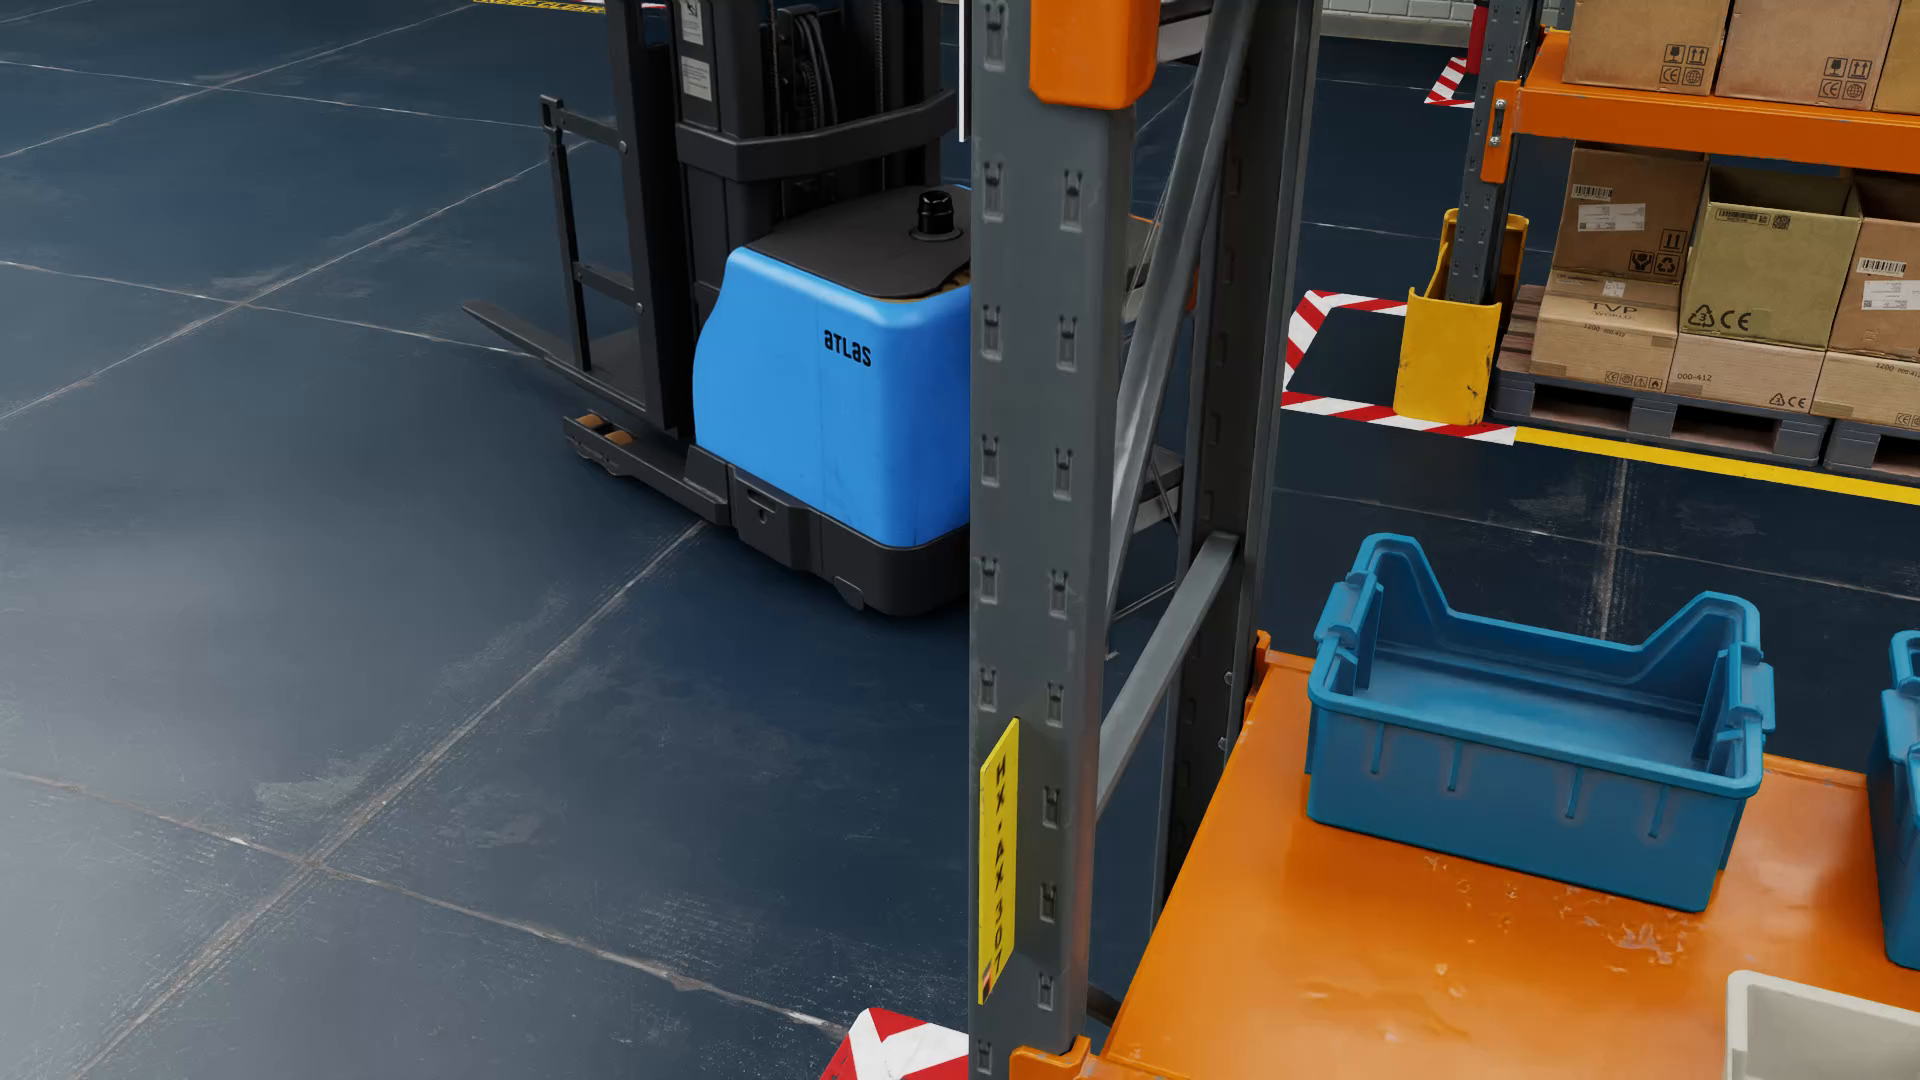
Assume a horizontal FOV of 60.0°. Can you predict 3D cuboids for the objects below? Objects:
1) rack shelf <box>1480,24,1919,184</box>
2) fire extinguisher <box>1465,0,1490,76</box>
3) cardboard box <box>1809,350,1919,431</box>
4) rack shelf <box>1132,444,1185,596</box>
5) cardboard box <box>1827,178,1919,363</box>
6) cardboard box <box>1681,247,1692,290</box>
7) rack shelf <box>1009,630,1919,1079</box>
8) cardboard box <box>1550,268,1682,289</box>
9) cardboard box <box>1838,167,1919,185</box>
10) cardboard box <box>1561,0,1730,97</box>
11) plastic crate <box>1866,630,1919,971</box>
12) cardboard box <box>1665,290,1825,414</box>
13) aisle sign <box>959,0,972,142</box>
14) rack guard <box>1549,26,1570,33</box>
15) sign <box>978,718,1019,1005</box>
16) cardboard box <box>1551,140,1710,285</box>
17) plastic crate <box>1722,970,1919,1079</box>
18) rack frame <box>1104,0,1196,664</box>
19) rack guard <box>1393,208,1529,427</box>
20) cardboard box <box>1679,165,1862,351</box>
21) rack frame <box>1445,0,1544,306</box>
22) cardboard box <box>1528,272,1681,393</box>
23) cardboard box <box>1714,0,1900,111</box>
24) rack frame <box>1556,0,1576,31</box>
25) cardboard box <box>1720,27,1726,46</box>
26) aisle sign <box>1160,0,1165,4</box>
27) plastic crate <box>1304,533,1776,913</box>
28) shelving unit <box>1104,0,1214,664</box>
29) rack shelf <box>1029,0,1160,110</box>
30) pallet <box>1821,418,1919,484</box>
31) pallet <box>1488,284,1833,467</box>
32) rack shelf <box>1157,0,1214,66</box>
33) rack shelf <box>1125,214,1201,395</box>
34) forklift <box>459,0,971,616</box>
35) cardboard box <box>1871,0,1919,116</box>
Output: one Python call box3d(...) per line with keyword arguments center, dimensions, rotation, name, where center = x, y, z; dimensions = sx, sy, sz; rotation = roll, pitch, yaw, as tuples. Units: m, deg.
box3d(center=(3.971, -1.353, 5.826), dimensions=(4.000, 0.370, 1.077), rotation=(11, 31, 19), name="rack shelf")
box3d(center=(2.183, -2.236, 6.736), dimensions=(0.183, 0.674, 0.296), rotation=(11, 31, 19), name="fire extinguisher")
box3d(center=(3.459, -0.638, 6.197), dimensions=(0.500, 0.250, 0.500), rotation=(11, 31, 19), name="cardboard box")
box3d(center=(0.396, -0.064, 5.179), dimensions=(0.431, 0.518, 0.480), rotation=(-25, 38, -37), name="rack shelf")
box3d(center=(3.463, -0.969, 6.022), dimensions=(0.500, 0.500, 0.500), rotation=(11, 31, 19), name="cardboard box")
box3d(center=(3.194, -0.970, 6.786), dimensions=(0.500, 0.250, 0.500), rotation=(11, 31, 19), name="cardboard box")
box3d(center=(2.105, 0.905, 1.832), dimensions=(4.000, 0.370, 1.077), rotation=(11, 31, 19), name="rack shelf")
box3d(center=(2.726, -1.057, 6.940), dimensions=(0.500, 0.250, 0.500), rotation=(11, 31, 19), name="cardboard box")
box3d(center=(3.659, -1.207, 6.442), dimensions=(0.500, 0.500, 0.500), rotation=(11, 31, 19), name="cardboard box")
box3d(center=(2.546, -1.987, 6.116), dimensions=(0.500, 0.500, 0.700), rotation=(11, 31, 19), name="cardboard box")
box3d(center=(1.428, 0.365, 2.206), dimensions=(0.408, 0.251, 0.499), rotation=(11, 31, 19), name="plastic crate")
box3d(center=(2.996, -0.730, 6.362), dimensions=(0.500, 0.250, 0.500), rotation=(11, 31, 19), name="cardboard box")
box3d(center=(0.075, -0.790, 1.457), dimensions=(0.004, 0.787, 0.394), rotation=(11, 31, 19), name="aisle sign")
box3d(center=(4.047, -3.193, 10.891), dimensions=(0.348, 0.500, 1.175), rotation=(11, 31, 19), name="rack guard")
box3d(center=(0.041, 0.351, 1.799), dimensions=(0.005, 0.325, 0.100), rotation=(11, 31, 19), name="sign")
box3d(center=(2.727, -1.385, 6.757), dimensions=(0.500, 0.500, 0.500), rotation=(11, 31, 19), name="cardboard box")
box3d(center=(0.960, 0.649, 1.822), dimensions=(0.250, 0.136, 0.298), rotation=(11, 31, 19), name="plastic crate")
box3d(center=(0.565, -0.598, 4.674), dimensions=(0.400, 2.100, 0.015), rotation=(-25, 38, -37), name="rack frame")
box3d(center=(2.096, -0.952, 6.927), dimensions=(0.348, 0.500, 1.175), rotation=(11, 31, 19), name="rack guard")
box3d(center=(2.995, -1.056, 6.176), dimensions=(0.500, 0.500, 0.500), rotation=(11, 31, 19), name="cardboard box")
box3d(center=(2.118, -2.036, 6.304), dimensions=(0.127, 3.000, 1.000), rotation=(11, 31, 19), name="rack frame")
box3d(center=(2.531, -0.821, 6.522), dimensions=(0.500, 0.250, 0.500), rotation=(11, 31, 19), name="cardboard box")
box3d(center=(3.034, -1.892, 5.948), dimensions=(0.500, 0.500, 0.700), rotation=(12, 32, 20), name="cardboard box")
box3d(center=(3.977, -4.295, 10.301), dimensions=(0.127, 3.000, 1.000), rotation=(11, 31, 19), name="rack frame")
box3d(center=(4.584, -3.147, 10.556), dimensions=(0.500, 0.311, 0.500), rotation=(8, 30, 13), name="cardboard box")
box3d(center=(0.297, -1.059, 1.933), dimensions=(0.004, 0.787, 0.394), rotation=(11, 31, 19), name="aisle sign")
box3d(center=(0.828, 0.243, 2.423), dimensions=(0.616, 0.251, 0.499), rotation=(11, 31, 19), name="plastic crate")
box3d(center=(0.396, -0.685, 4.828), dimensions=(0.431, 2.100, 0.503), rotation=(-25, 38, -37), name="shelving unit")
box3d(center=(2.105, -0.401, 1.094), dimensions=(4.000, 0.370, 1.077), rotation=(11, 31, 19), name="rack shelf")
box3d(center=(3.969, -0.473, 6.373), dimensions=(1.213, 0.211, 1.003), rotation=(11, 31, 19), name="pallet")
box3d(center=(2.842, -0.700, 6.774), dimensions=(1.213, 0.211, 1.003), rotation=(11, 31, 19), name="pallet")
box3d(center=(0.396, -1.282, 4.490), dimensions=(0.431, 0.518, 0.480), rotation=(-25, 38, -37), name="rack shelf")
box3d(center=(0.396, -0.673, 4.835), dimensions=(0.431, 0.518, 0.480), rotation=(-25, 38, -37), name="rack shelf")
box3d(center=(-0.848, -1.669, 5.724), dimensions=(1.130, 2.935, 3.031), rotation=(-25, 38, -37), name="forklift")
box3d(center=(3.492, -1.798, 5.781), dimensions=(0.500, 0.500, 0.700), rotation=(12, 31, 19), name="cardboard box")
